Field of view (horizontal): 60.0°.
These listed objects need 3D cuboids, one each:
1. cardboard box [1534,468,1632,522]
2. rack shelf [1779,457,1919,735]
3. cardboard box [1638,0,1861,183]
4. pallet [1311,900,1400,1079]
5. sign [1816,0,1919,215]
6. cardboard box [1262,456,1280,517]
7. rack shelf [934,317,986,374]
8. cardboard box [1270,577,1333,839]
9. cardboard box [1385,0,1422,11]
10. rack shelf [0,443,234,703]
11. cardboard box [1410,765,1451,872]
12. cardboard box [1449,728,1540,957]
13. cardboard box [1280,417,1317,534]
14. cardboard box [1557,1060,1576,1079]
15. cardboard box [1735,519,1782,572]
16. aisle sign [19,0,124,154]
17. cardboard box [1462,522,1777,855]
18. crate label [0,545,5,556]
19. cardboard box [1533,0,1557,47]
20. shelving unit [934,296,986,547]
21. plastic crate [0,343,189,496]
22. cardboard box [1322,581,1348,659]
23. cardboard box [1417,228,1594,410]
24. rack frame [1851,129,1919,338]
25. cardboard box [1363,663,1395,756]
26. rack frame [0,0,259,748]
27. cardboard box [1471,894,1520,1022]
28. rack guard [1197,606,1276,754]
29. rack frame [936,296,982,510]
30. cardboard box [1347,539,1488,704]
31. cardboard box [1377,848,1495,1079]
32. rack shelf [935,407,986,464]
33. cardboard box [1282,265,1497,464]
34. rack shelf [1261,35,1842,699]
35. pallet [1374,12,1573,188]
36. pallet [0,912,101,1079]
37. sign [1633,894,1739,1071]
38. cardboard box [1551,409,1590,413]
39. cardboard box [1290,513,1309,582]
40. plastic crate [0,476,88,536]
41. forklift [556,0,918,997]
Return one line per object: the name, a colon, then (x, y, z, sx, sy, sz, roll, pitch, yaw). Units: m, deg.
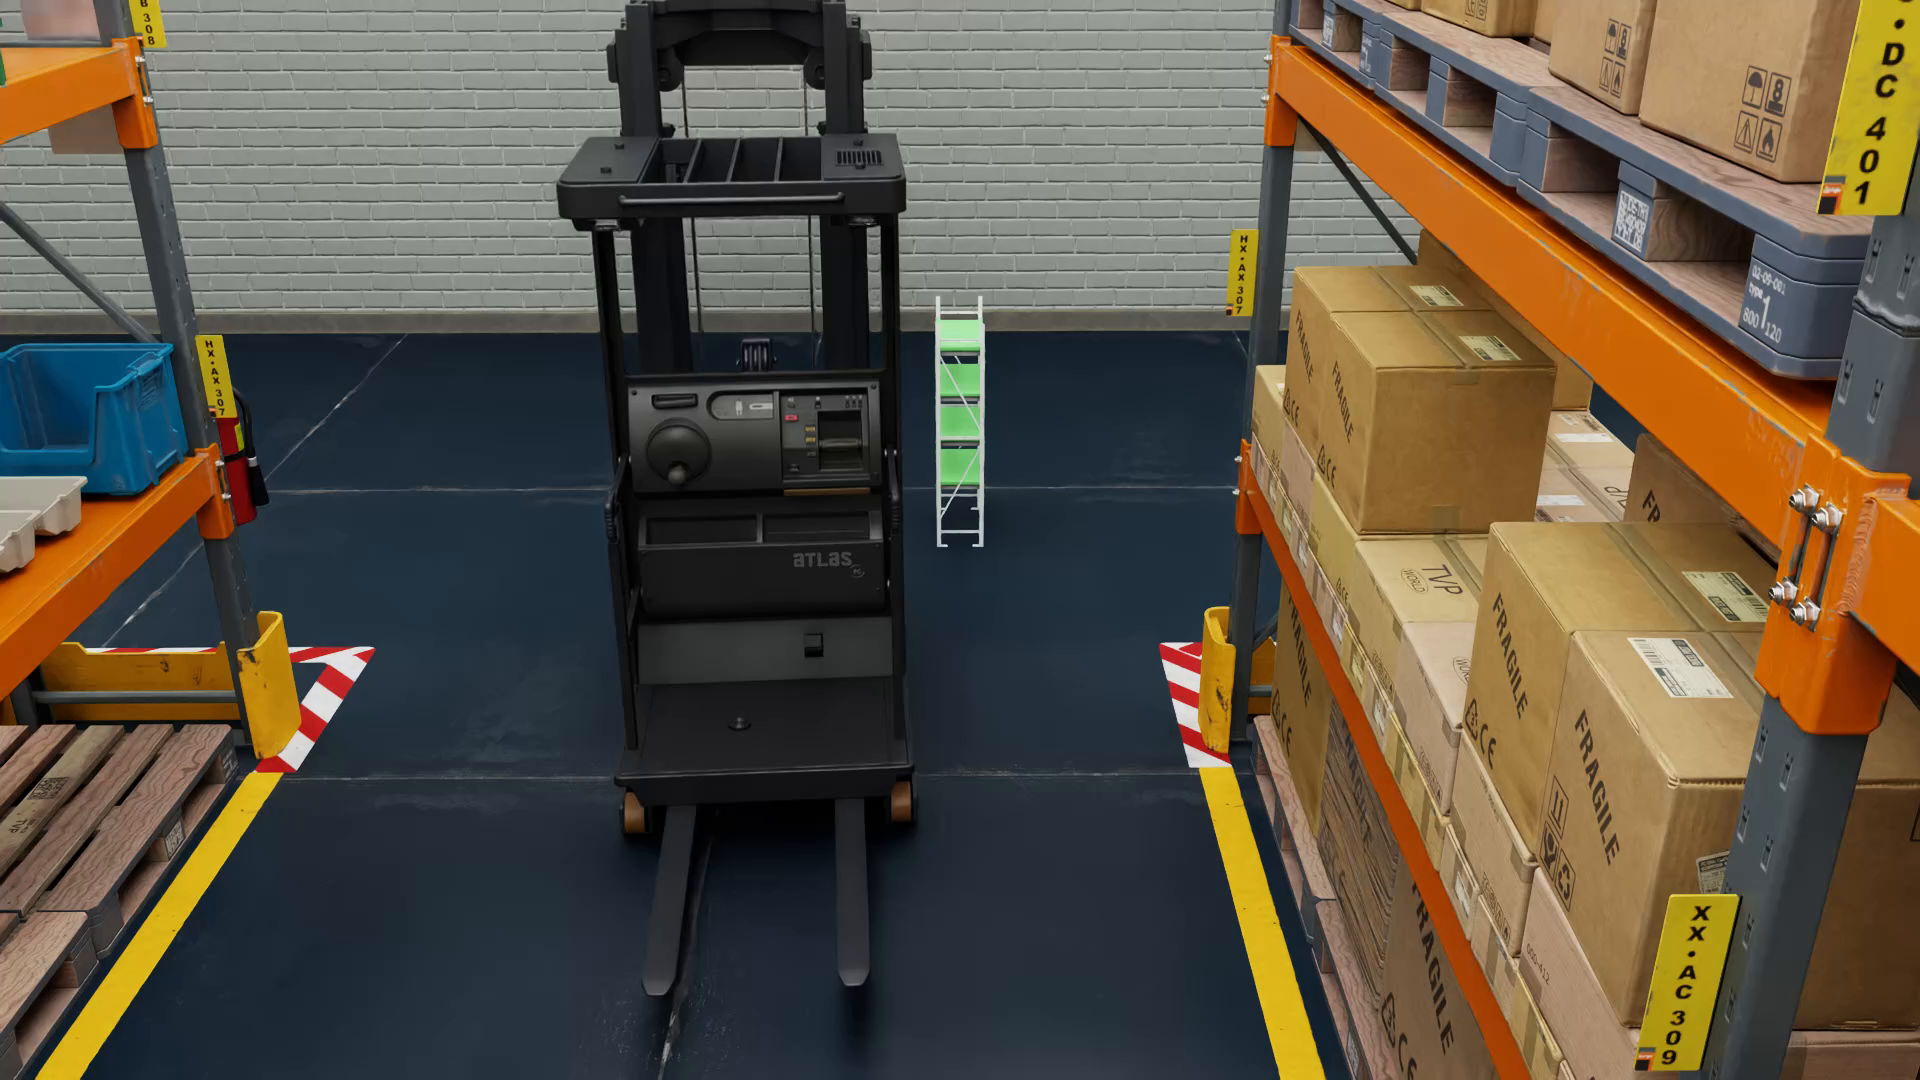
cardboard box: (1.878, -0.005, 4.941, 0.500, 0.250, 0.500, -1, 24, -2)
rack shelf: (1.662, 0.879, 0.400, 1.077, 0.370, 4.000, 0, 24, -1)
cardboard box: (1.572, -0.878, 2.659, 0.700, 0.500, 0.500, -2, 24, -4)
pallet: (1.694, 1.546, 5.075, 1.003, 0.211, 1.213, 0, 24, -1)
sign: (1.085, -0.542, 1.944, 0.100, 0.325, 0.005, 0, 24, -1)
cardboard box: (1.275, -0.187, 5.828, 0.380, 0.149, 0.250, -1, 24, -1)
rack shelf: (-0.002, -0.994, 8.482, 0.258, 0.148, 0.480, 0, 24, -1)
cardboard box: (1.684, 0.485, 6.105, 0.875, 0.875, 0.875, 0, 24, -1)
cardboard box: (1.542, -1.757, 4.604, 0.700, 0.500, 0.500, -1, 24, -2)
rack shelf: (-3.334, 0.619, 4.613, 1.077, 0.370, 4.000, 0, 24, -1)
cardboard box: (1.298, 0.660, 3.956, 0.380, 0.149, 0.250, 0, 24, 0)
cardboard box: (1.365, 0.632, 3.533, 0.500, 0.250, 0.500, 0, 24, 1)
cardboard box: (1.344, -0.209, 5.393, 0.500, 0.250, 0.500, -1, 24, -1)
cardboard box: (1.309, 1.084, 3.018, 0.380, 0.149, 0.250, 0, 24, 0)
cardboard box: (1.893, 0.283, 3.395, 0.500, 0.500, 0.500, 0, 24, -1)
aisle sign: (-3.064, -1.748, 5.820, 0.394, 0.787, 0.004, 0, 24, -1)
cardboard box: (1.367, 0.290, 3.380, 0.500, 0.500, 0.500, 0, 24, 0)
crate label: (-3.150, 0.130, 5.070, 0.396, 0.136, 0.243, 0, 24, -1)
cardboard box: (1.707, -1.315, 3.626, 0.700, 0.500, 0.500, 1, 24, 2)
shelving unit: (-0.002, -0.615, 8.654, 0.258, 1.200, 0.503, 0, 24, -1)
plastic crate: (-3.166, -0.439, 5.964, 0.616, 0.435, 0.499, 0, 24, -1)
cardboard box: (1.287, 0.237, 4.890, 0.380, 0.149, 0.250, -1, 24, -1)
cardboard box: (1.865, -0.764, 5.710, 0.500, 0.500, 0.500, 0, 24, 0)
rack frame: (1.640, -1.640, 1.456, 1.000, 3.000, 0.127, 0, 24, -1)
cardboard box: (1.293, 0.449, 4.421, 0.380, 0.149, 0.250, 0, 24, 0)
rack frame: (-3.356, -0.532, 6.287, 1.000, 3.000, 0.127, 0, 24, -1)
cardboard box: (1.304, 0.872, 3.487, 0.380, 0.149, 0.250, -1, 24, -1)
rack guard: (1.596, 0.574, 6.873, 1.175, 0.500, 0.348, 0, 24, -1)
rack frame: (-0.004, -0.715, 8.876, 0.240, 1.200, 0.015, 0, 24, -1)
cardboard box: (1.357, 0.213, 4.459, 0.500, 0.250, 0.500, -1, 24, -2)
cardboard box: (1.703, 1.227, 4.466, 0.875, 0.875, 0.875, 0, 24, -1)
rack shelf: (-0.002, -0.557, 8.680, 0.258, 0.148, 0.480, 0, 24, -1)
cardboard box: (1.337, -0.559, 5.256, 0.500, 0.500, 0.500, -1, 24, -2)
rack shelf: (1.618, -0.770, 4.044, 1.077, 0.370, 4.000, 0, 24, -1)
pallet: (1.631, -1.071, 3.947, 1.003, 0.211, 1.213, 0, 24, -1)
pallet: (-3.375, 1.580, 5.001, 1.003, 0.211, 1.213, 0, 24, -1)
sign: (1.085, 0.666, 2.491, 0.100, 0.325, 0.005, 0, 24, -1)
cardboard box: (1.867, -0.423, 5.867, 0.500, 0.250, 0.500, -1, 24, -1)
cardboard box: (1.282, 0.026, 5.357, 0.380, 0.149, 0.250, -1, 24, -1)
plastic crate: (-3.166, -0.104, 5.588, 0.396, 0.136, 0.243, 0, 24, -1)
forklift: (-0.743, -0.364, 5.998, 1.130, 2.935, 3.031, -2, 24, -4)
